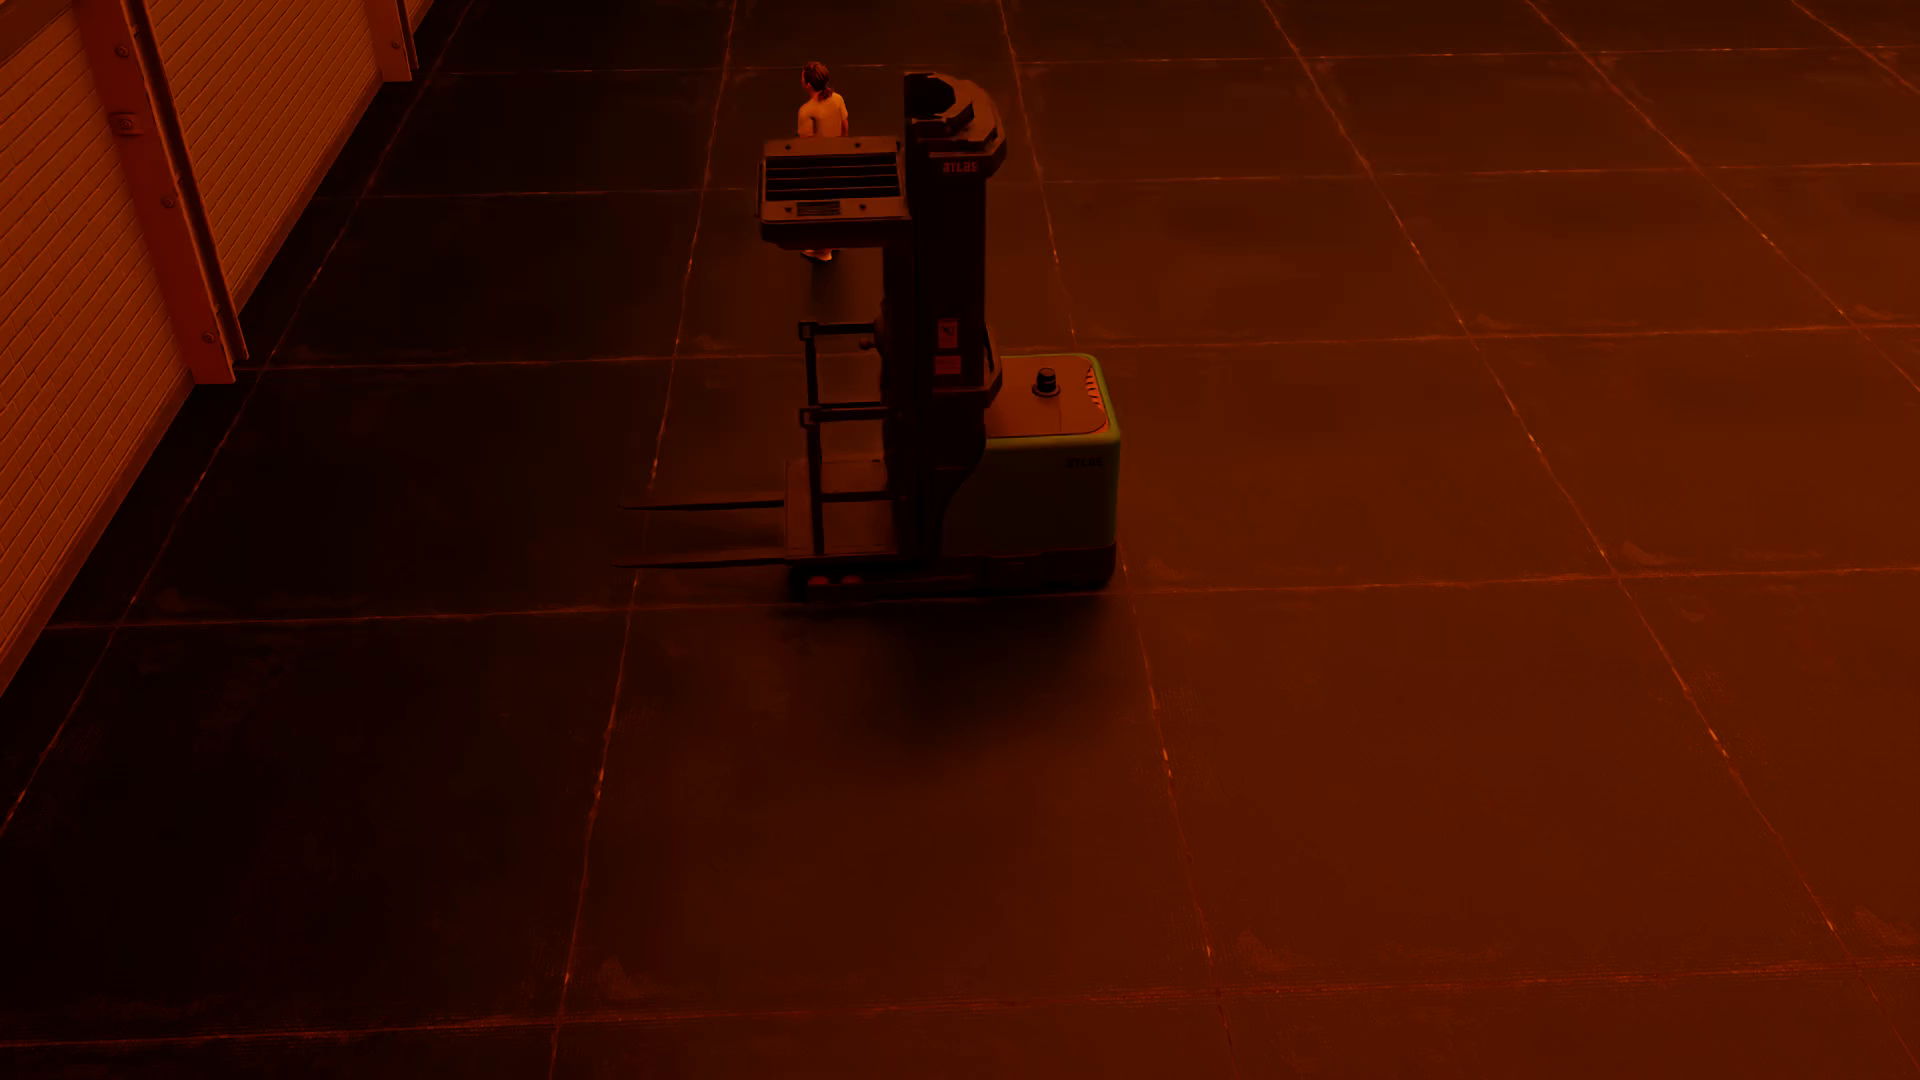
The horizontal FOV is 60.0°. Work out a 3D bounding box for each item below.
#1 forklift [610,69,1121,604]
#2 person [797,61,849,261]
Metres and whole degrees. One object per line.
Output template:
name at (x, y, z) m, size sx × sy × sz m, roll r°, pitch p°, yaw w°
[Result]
forklift at (-0.606, -1.125, 9.556) m, size 3.031 × 2.935 × 1.130 m, roll -3°, pitch 36°, yaw -4°
person at (-1.160, -3.021, 13.212) m, size 0.553 × 1.673 × 0.548 m, roll -30°, pitch 46°, yaw -35°
